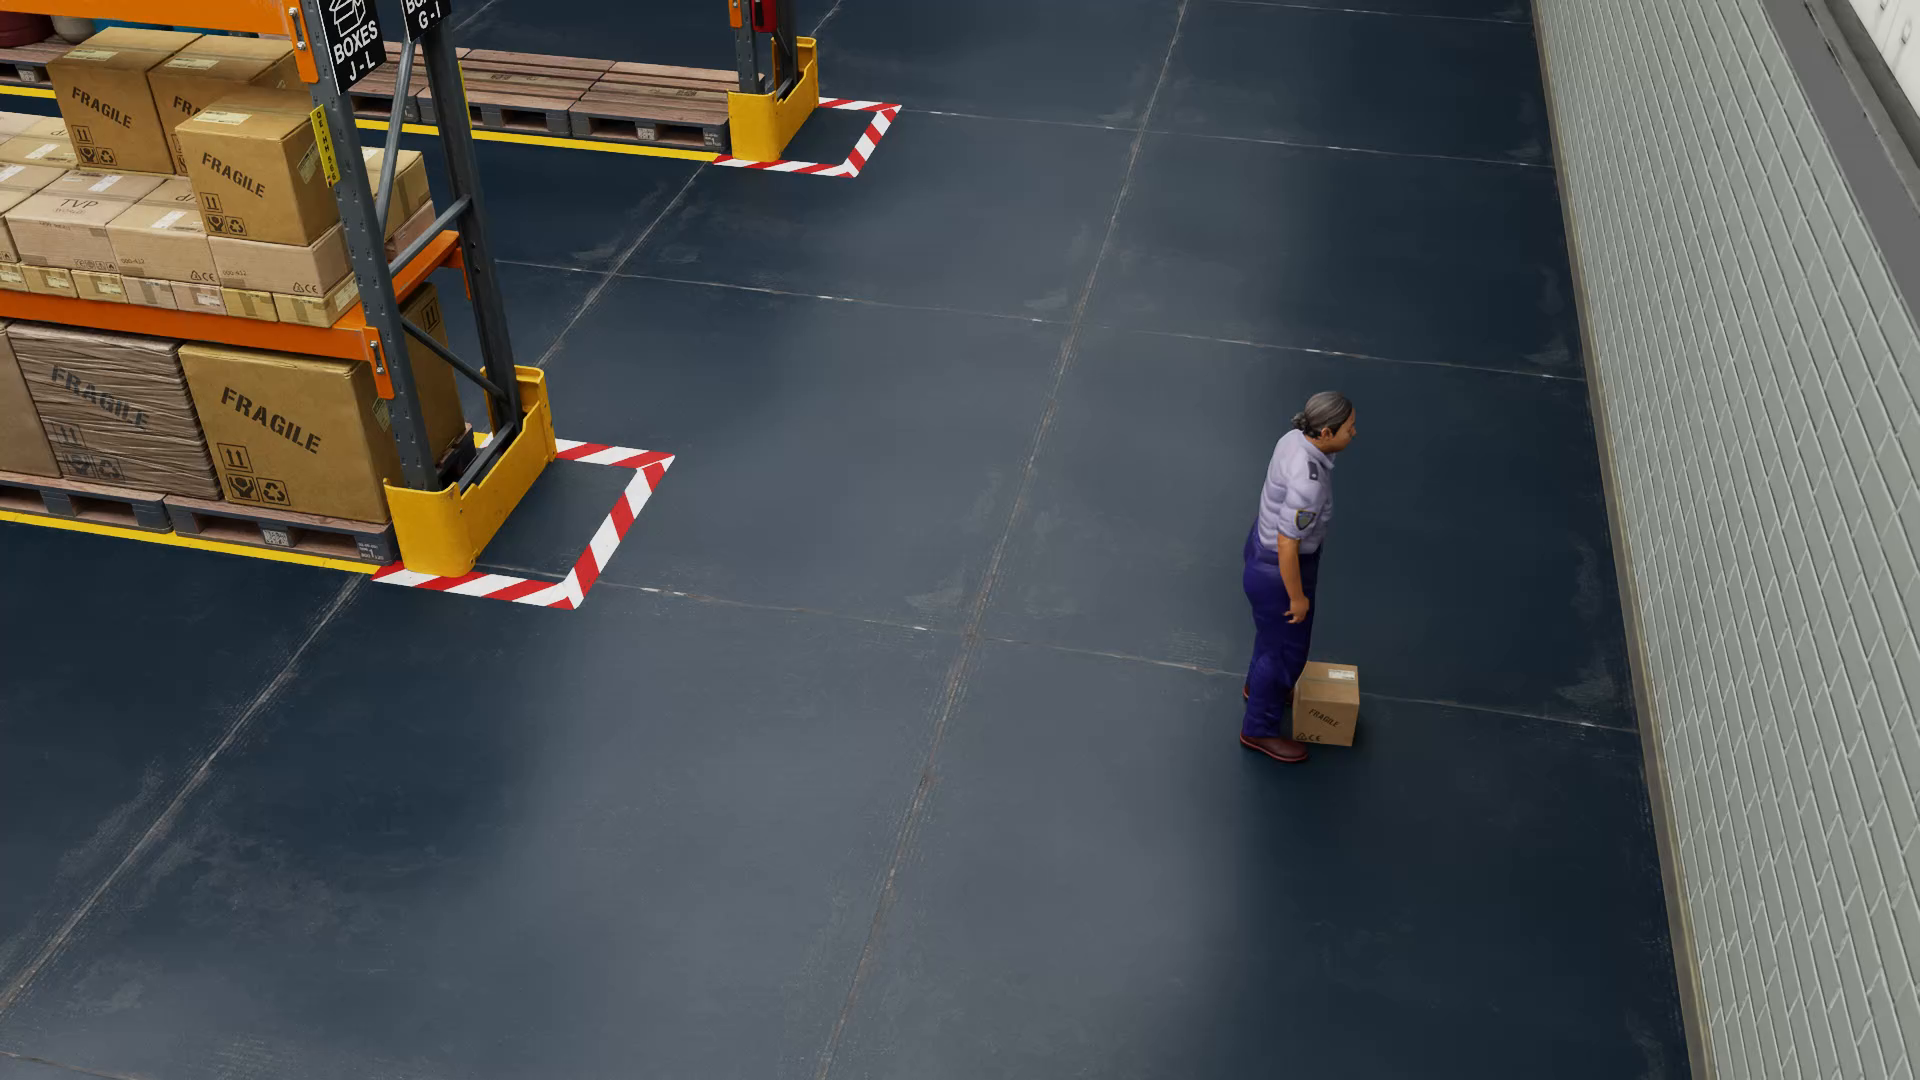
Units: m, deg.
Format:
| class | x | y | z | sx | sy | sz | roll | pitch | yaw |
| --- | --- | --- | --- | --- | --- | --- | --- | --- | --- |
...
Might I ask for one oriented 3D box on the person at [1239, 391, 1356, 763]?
| class | x | y | z | sx | sy | sz | roll | pitch | yaw |
| --- | --- | --- | --- | --- | --- | --- | --- | --- | --- |
| person | 1.368 | 0.120 | 6.810 | 0.342 | 1.651 | 0.561 | 5 | 37 | 7 |
